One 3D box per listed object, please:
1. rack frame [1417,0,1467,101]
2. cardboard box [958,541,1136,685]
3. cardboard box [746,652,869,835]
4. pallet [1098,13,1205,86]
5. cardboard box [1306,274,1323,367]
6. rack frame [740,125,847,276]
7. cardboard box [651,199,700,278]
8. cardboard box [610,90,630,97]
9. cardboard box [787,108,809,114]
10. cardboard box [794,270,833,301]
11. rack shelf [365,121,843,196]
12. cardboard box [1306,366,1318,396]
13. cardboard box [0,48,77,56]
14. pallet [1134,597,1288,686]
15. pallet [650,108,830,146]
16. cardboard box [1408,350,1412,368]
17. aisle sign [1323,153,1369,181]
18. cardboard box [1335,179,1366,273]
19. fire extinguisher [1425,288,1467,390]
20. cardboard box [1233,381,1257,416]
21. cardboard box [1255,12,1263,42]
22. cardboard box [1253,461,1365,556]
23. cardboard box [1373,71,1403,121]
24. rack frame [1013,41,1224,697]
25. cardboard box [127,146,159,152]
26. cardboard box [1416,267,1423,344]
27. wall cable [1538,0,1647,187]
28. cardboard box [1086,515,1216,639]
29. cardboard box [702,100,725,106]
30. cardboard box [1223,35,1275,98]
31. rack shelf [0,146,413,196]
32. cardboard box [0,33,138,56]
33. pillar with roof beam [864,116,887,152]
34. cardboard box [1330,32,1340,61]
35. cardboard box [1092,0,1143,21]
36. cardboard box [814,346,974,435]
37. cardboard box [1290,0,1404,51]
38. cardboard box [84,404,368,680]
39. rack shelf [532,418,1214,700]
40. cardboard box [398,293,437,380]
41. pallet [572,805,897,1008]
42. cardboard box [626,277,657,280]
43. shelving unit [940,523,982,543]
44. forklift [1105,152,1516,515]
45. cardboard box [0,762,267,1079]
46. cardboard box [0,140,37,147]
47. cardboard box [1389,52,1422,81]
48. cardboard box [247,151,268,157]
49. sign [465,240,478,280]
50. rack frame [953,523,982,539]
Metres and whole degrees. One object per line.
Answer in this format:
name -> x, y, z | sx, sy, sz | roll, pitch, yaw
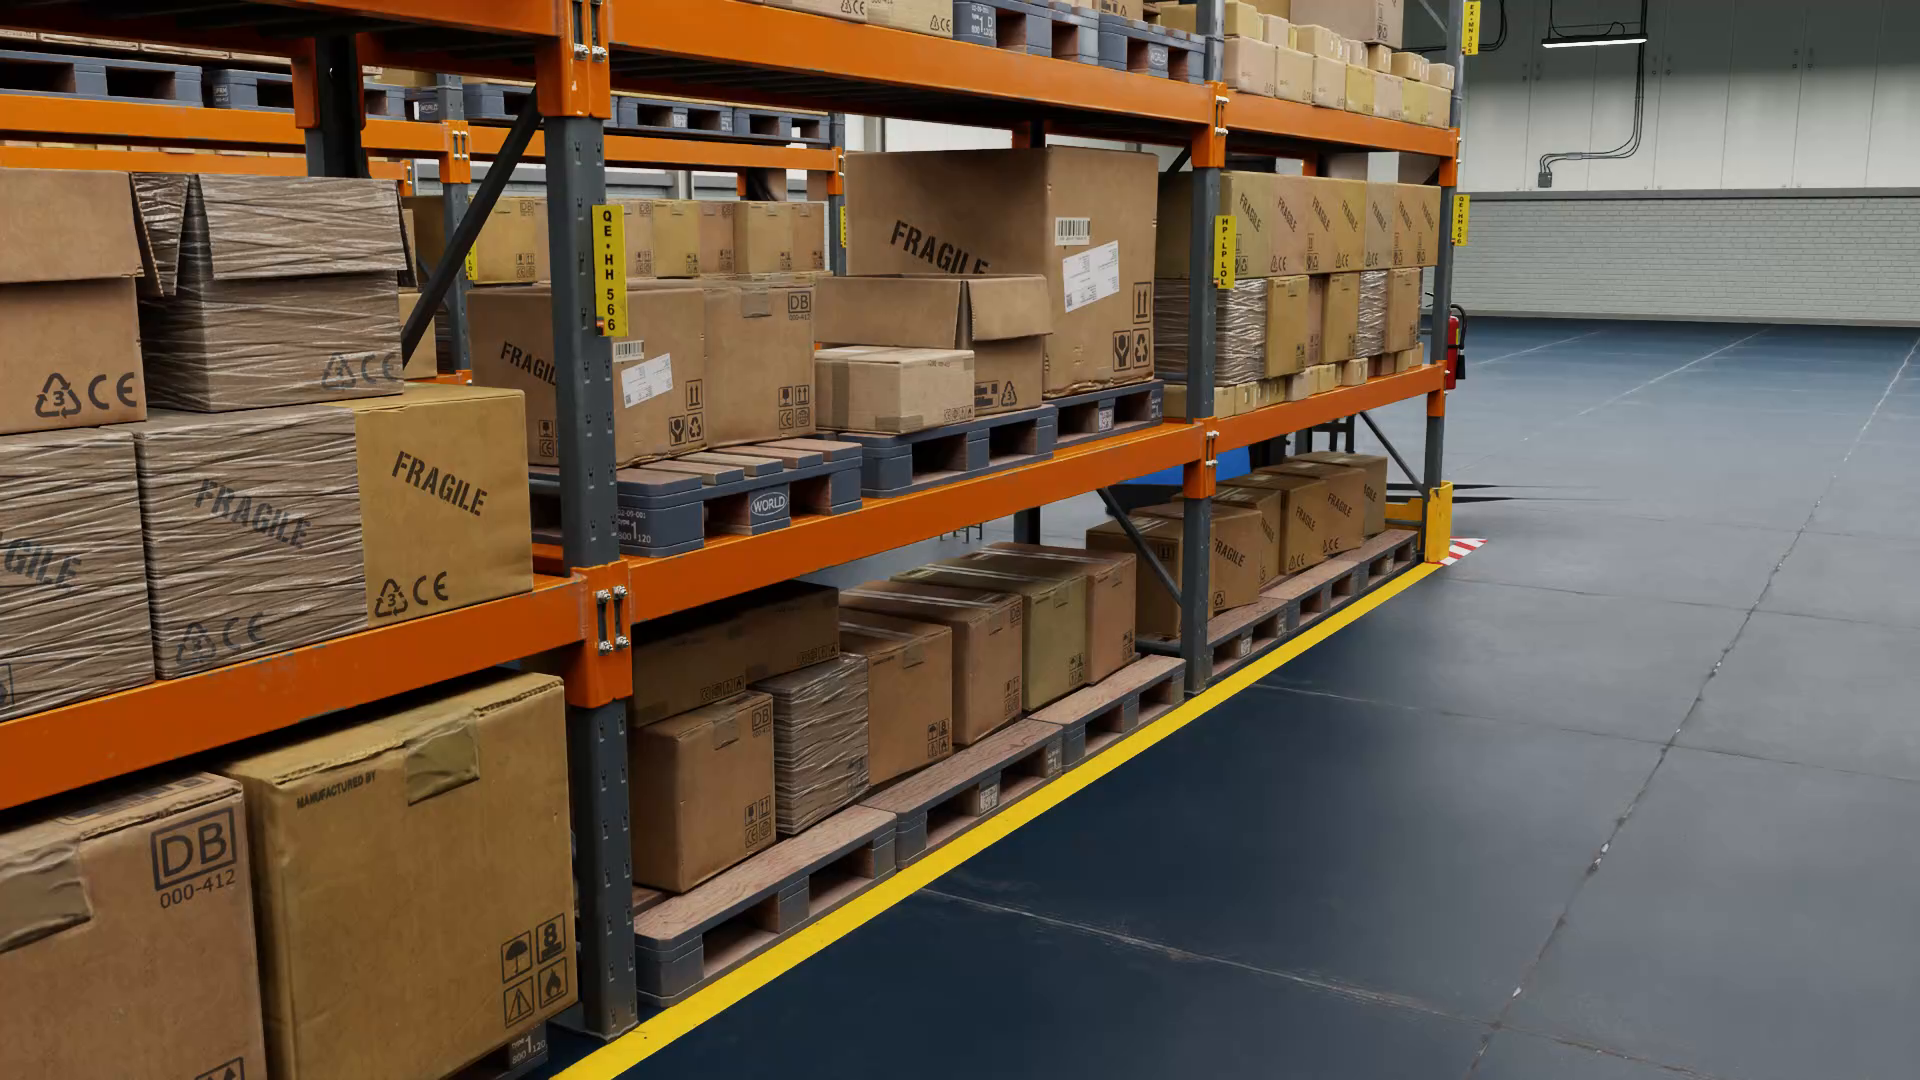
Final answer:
rack frame -> 2.800, -4.364, 10.727 | 1.000, 3.000, 0.127 | 6, 12, 31
cardboard box -> 0.386, 0.320, 7.603 | 0.700, 0.500, 0.500 | 5, 12, 26
cardboard box -> -0.746, 0.659, 5.793 | 0.700, 0.500, 0.500 | 5, 12, 26
pallet -> 0.312, -2.082, 7.195 | 1.213, 0.211, 1.003 | 6, 12, 31
cardboard box -> 1.473, -1.210, 9.102 | 0.875, 0.500, 0.500 | 6, 12, 31
rack frame -> -1.387, -1.905, 13.895 | 1.000, 3.000, 0.127 | 6, 12, 31
cardboard box -> -2.390, -2.189, 12.068 | 0.875, 0.550, 0.500 | 6, 12, 31
cardboard box -> -2.457, -3.068, 11.222 | 0.380, 0.149, 0.250 | 6, 12, 30
cardboard box -> -1.401, -3.388, 12.930 | 0.380, 0.149, 0.250 | 7, 12, 31
cardboard box -> -1.541, -1.916, 13.546 | 0.875, 0.550, 0.550 | 6, 12, 31
rack shelf -> -2.425, -2.712, 12.005 | 1.077, 0.370, 4.000 | 6, 12, 31
cardboard box -> 1.720, -0.867, 9.031 | 0.380, 0.149, 0.250 | 6, 12, 31
cardboard box -> -4.877, -2.726, 8.444 | 0.500, 0.500, 0.500 | 6, 12, 31
pallet -> 1.042, 0.475, 8.757 | 1.003, 0.211, 1.213 | 6, 12, 31
pallet -> -1.763, -3.219, 12.998 | 1.003, 0.211, 1.213 | 6, 12, 31
cardboard box -> 2.698, -1.188, 10.747 | 0.380, 0.149, 0.250 | 6, 12, 31
aisle sign -> 2.576, -2.732, 11.245 | 0.394, 0.787, 0.004 | 6, 12, 31
cardboard box -> 1.943, -1.757, 9.304 | 0.500, 0.500, 0.500 | 6, 12, 31
fire extinguisher -> 3.253, -1.352, 11.147 | 0.296, 0.674, 0.183 | 6, 12, 31
cardboard box -> 1.233, -0.706, 8.172 | 0.380, 0.149, 0.250 | 6, 12, 31
cardboard box -> 1.235, -2.453, 7.994 | 0.380, 0.149, 0.250 | 6, 12, 28
cardboard box -> 2.180, -0.199, 10.434 | 0.500, 0.500, 0.500 | -10, 14, -43
cardboard box -> 2.237, -2.558, 9.635 | 0.500, 0.250, 0.500 | 7, 13, 32
rack frame -> 0.723, -0.787, 7.918 | 1.000, 3.000, 0.127 | 6, 12, 31
cardboard box -> -6.845, -3.272, 13.724 | 0.380, 0.149, 0.250 | 6, 12, 29
cardboard box -> 2.491, -1.527, 10.794 | 0.875, 0.500, 0.500 | 6, 12, 31
wall cable -> 15.295, -11.579, 40.020 | 2.305, 6.003, 0.169 | 6, 12, 31
cardboard box -> 0.965, 0.177, 8.425 | 0.500, 0.500, 0.500 | 6, 12, 29
cardboard box -> -1.930, -3.227, 12.075 | 0.380, 0.149, 0.250 | 6, 12, 31
cardboard box -> 1.176, -2.233, 7.904 | 0.500, 0.250, 0.500 | 6, 12, 28
rack shelf -> -6.708, -3.169, 14.446 | 1.077, 0.370, 4.000 | 6, 12, 31
cardboard box -> -4.450, -2.586, 8.207 | 0.500, 0.311, 0.500 | 6, 12, 30
pillar with roof beam -> 1.979, -8.181, 31.113 | 9.100, 9.000, 0.548 | 6, 12, 31
cardboard box -> 1.800, -2.614, 8.850 | 0.380, 0.149, 0.250 | 6, 12, 30
cardboard box -> 0.395, -2.454, 7.250 | 0.797, 0.503, 0.637 | 6, 12, 28
cardboard box -> -0.287, -0.532, 5.824 | 0.500, 0.250, 0.500 | 6, 12, 29
cardboard box -> 2.211, -3.063, 9.489 | 0.500, 0.500, 0.500 | 6, 12, 31
cardboard box -> -1.662, -0.027, 3.592 | 0.500, 0.500, 0.500 | 6, 12, 30
rack shelf -> -0.315, -0.118, 6.304 | 1.077, 0.370, 4.000 | 6, 12, 31
cardboard box -> -3.506, -1.218, 9.950 | 0.500, 0.500, 0.500 | 6, 12, 30
pallet -> -0.947, 1.090, 5.470 | 1.003, 0.211, 1.213 | 6, 12, 31
cardboard box -> -2.635, -1.572, 11.704 | 0.875, 0.550, 0.550 | 6, 12, 31
shelving unit -> 0.008, -0.592, 11.770 | 0.258, 1.200, 0.189 | 6, 12, 31
forklift -> 2.648, -1.622, 12.566 | 3.031, 2.935, 1.130 | 1, 11, 6
cardboard box -> -2.199, 0.927, 3.401 | 1.225, 0.875, 0.875 | 6, 12, 31
cardboard box -> -7.371, -3.110, 12.861 | 0.380, 0.149, 0.250 | 6, 12, 30
cardboard box -> 2.529, -2.814, 9.920 | 0.380, 0.149, 0.250 | 6, 12, 31
cardboard box -> -6.305, -3.432, 14.579 | 0.380, 0.149, 0.250 | 6, 12, 29
sign -> -2.995, -1.756, 10.166 | 0.100, 0.325, 0.005 | 6, 12, 31
rack frame -> 0.055, -0.606, 11.847 | 0.240, 1.200, 0.006 | 6, 12, 31
